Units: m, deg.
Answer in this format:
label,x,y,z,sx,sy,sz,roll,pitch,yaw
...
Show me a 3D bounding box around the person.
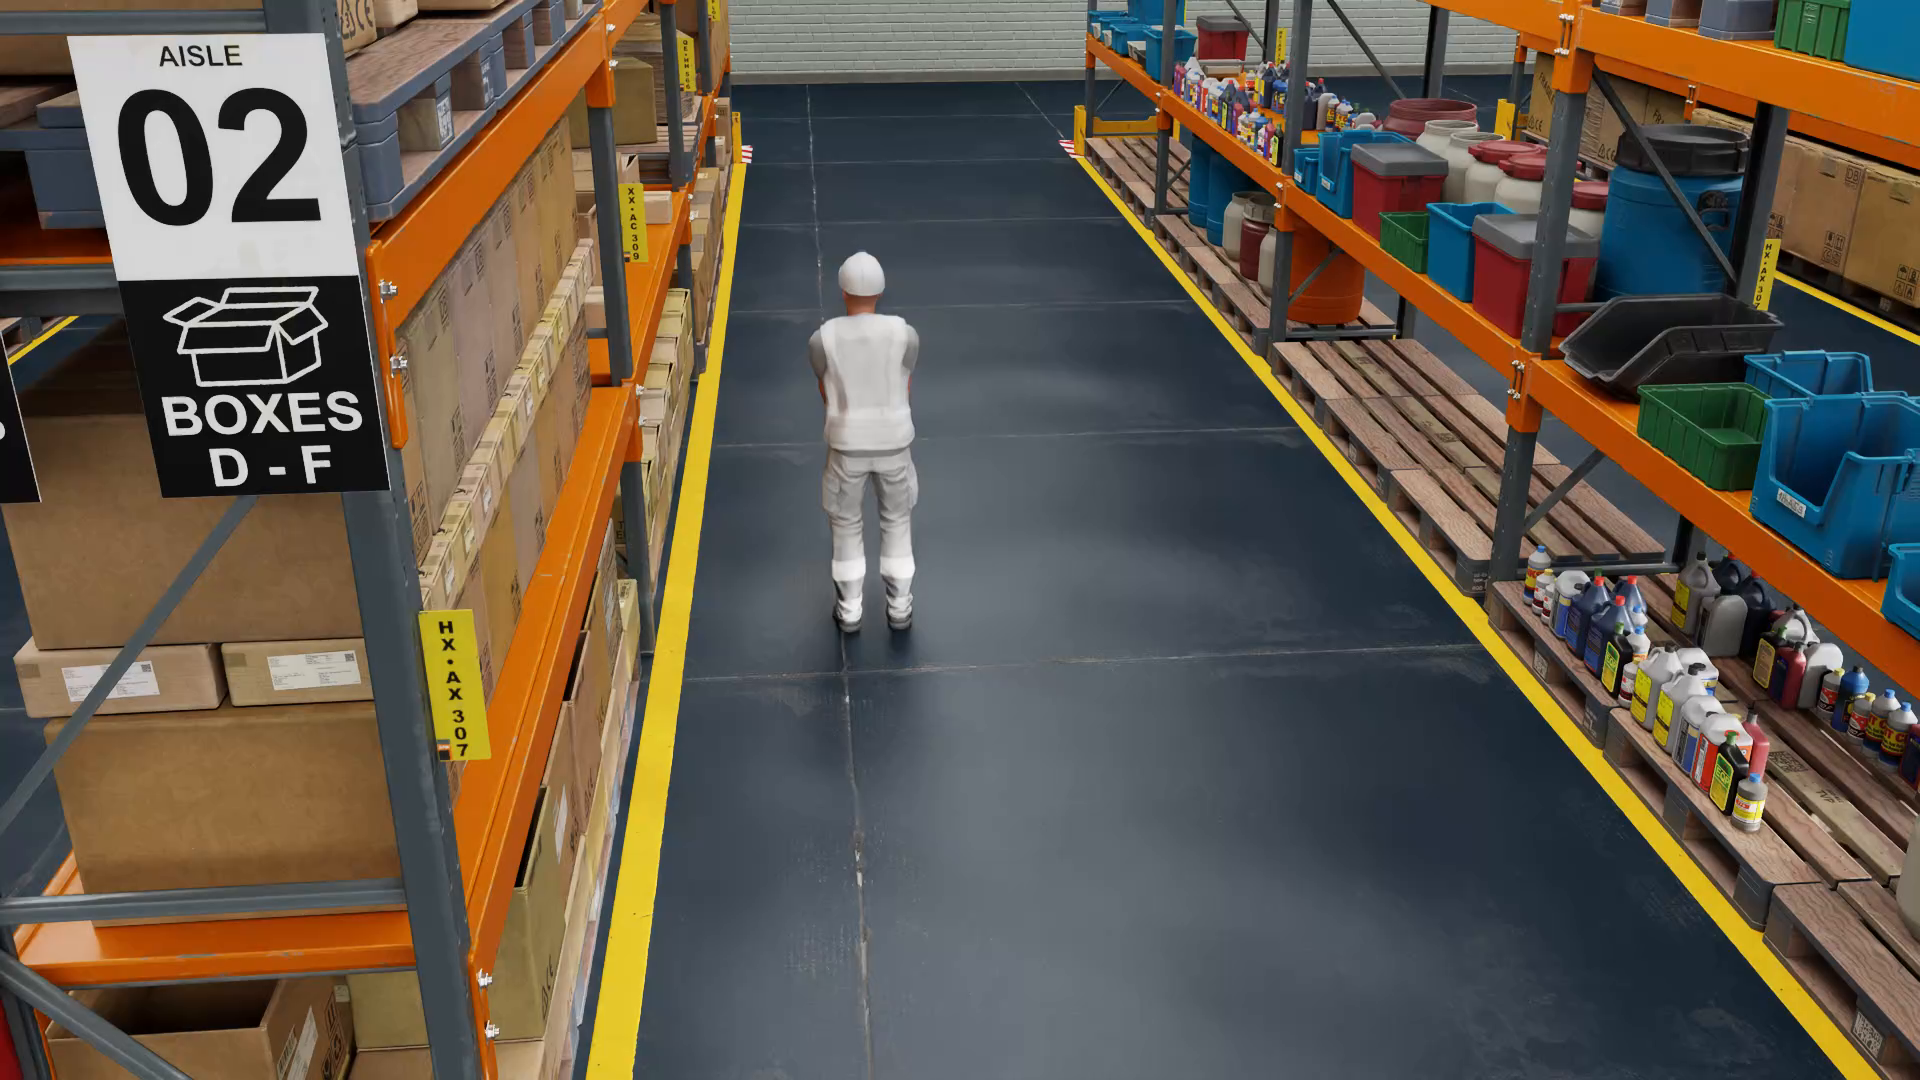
label,x,y,z,sx,sy,sz,roll,pitch,yaw
person,-0.437,-0.469,7.648,0.495,1.787,0.551,-3,24,-6
